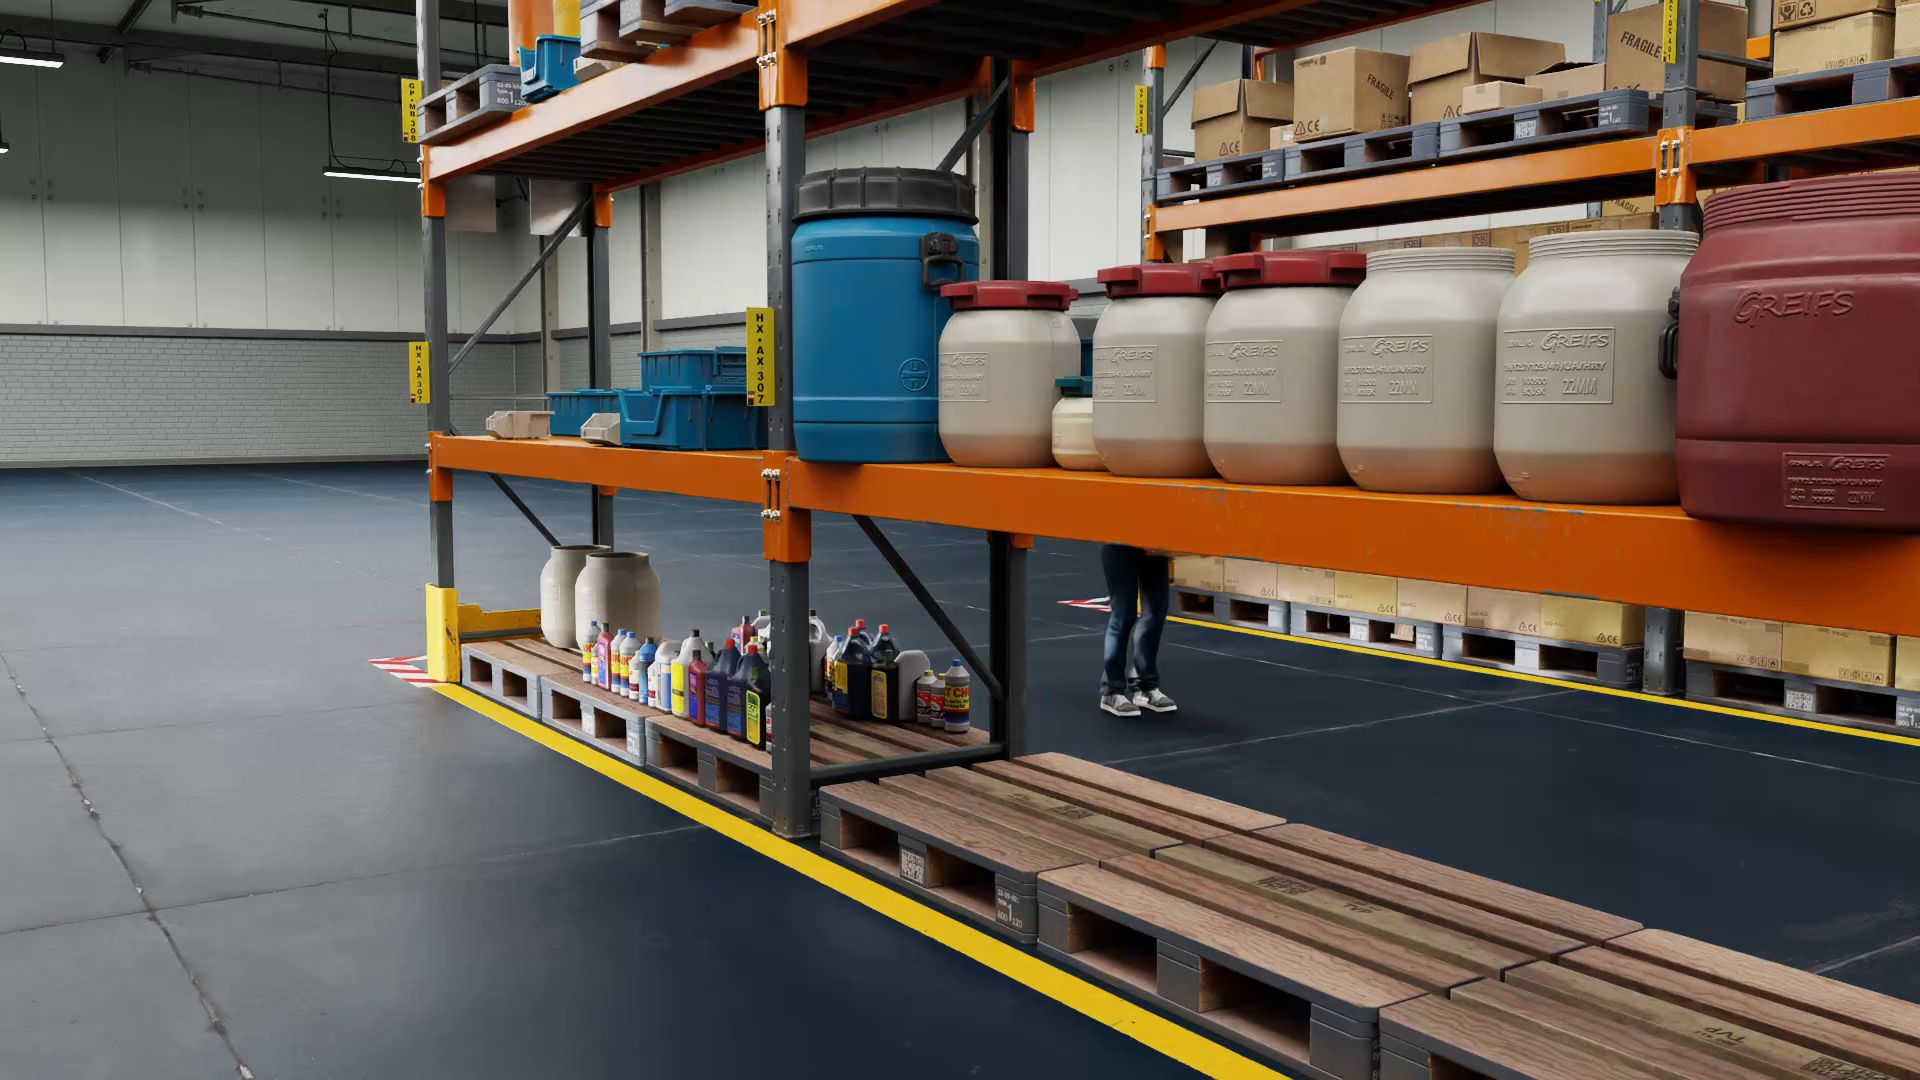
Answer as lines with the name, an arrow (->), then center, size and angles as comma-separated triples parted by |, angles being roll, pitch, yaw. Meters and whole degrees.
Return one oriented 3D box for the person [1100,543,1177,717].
person -> 0.894, 0.038, 7.886 | 0.375, 1.598, 0.508 | -3, 6, -35
